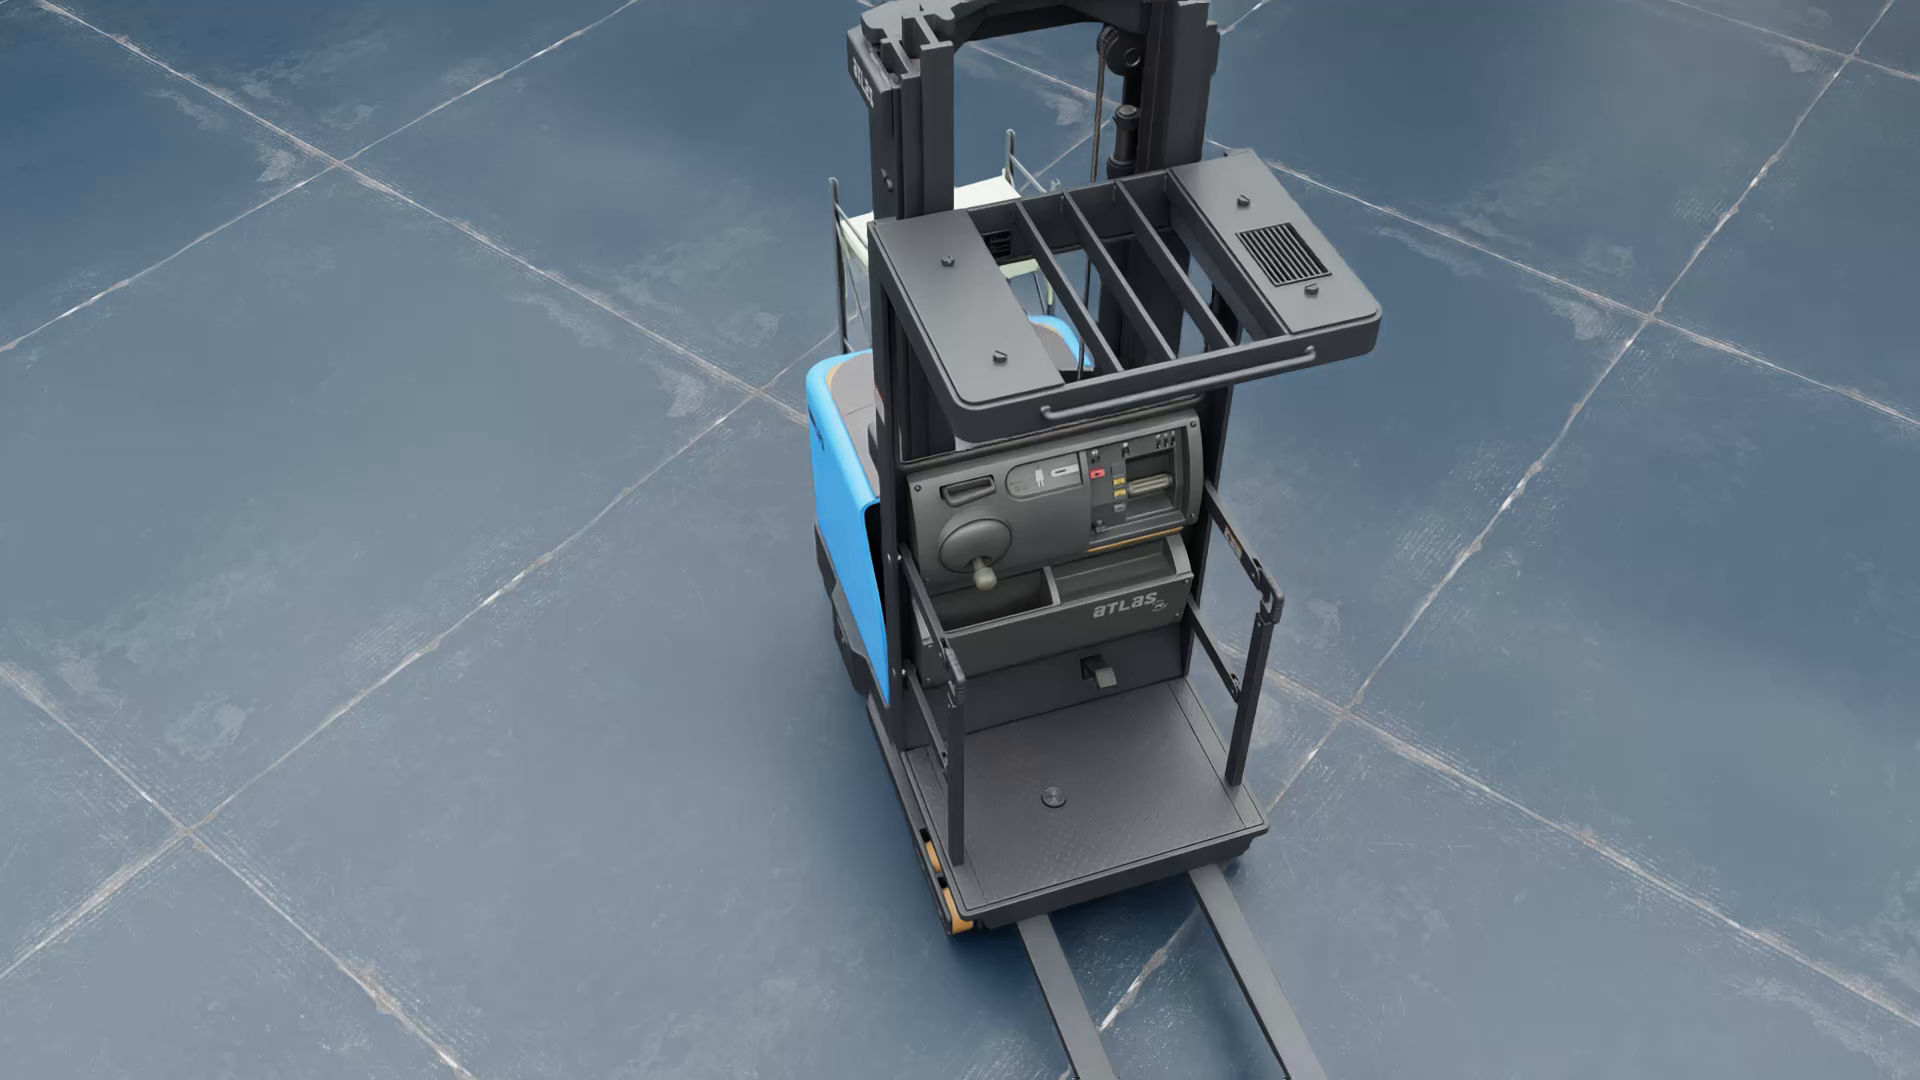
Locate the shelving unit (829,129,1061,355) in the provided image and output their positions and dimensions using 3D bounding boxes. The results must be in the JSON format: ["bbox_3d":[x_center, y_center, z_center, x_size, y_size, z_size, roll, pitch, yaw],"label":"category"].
[{"bbox_3d":[-0.056,-0.799,6.641,0.755,1.500,0.431,-19,49,-18],"label":"shelving unit"}]

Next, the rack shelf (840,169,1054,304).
[{"bbox_3d":[-0.056,-1.069,6.359,0.720,0.370,0.431,-19,49,-18],"label":"rack shelf"}]

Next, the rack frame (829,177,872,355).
[{"bbox_3d":[-0.385,-0.683,6.530,0.023,1.500,0.400,-19,49,-18],"label":"rack frame"}]

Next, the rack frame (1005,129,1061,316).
[{"bbox_3d":[0.273,-0.915,6.752,0.023,1.500,0.400,-19,49,-18],"label":"rack frame"}]

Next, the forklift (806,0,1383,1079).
[{"bbox_3d":[0.371,-0.019,4.906,1.130,2.935,3.031,-14,48,-13],"label":"forklift"}]
